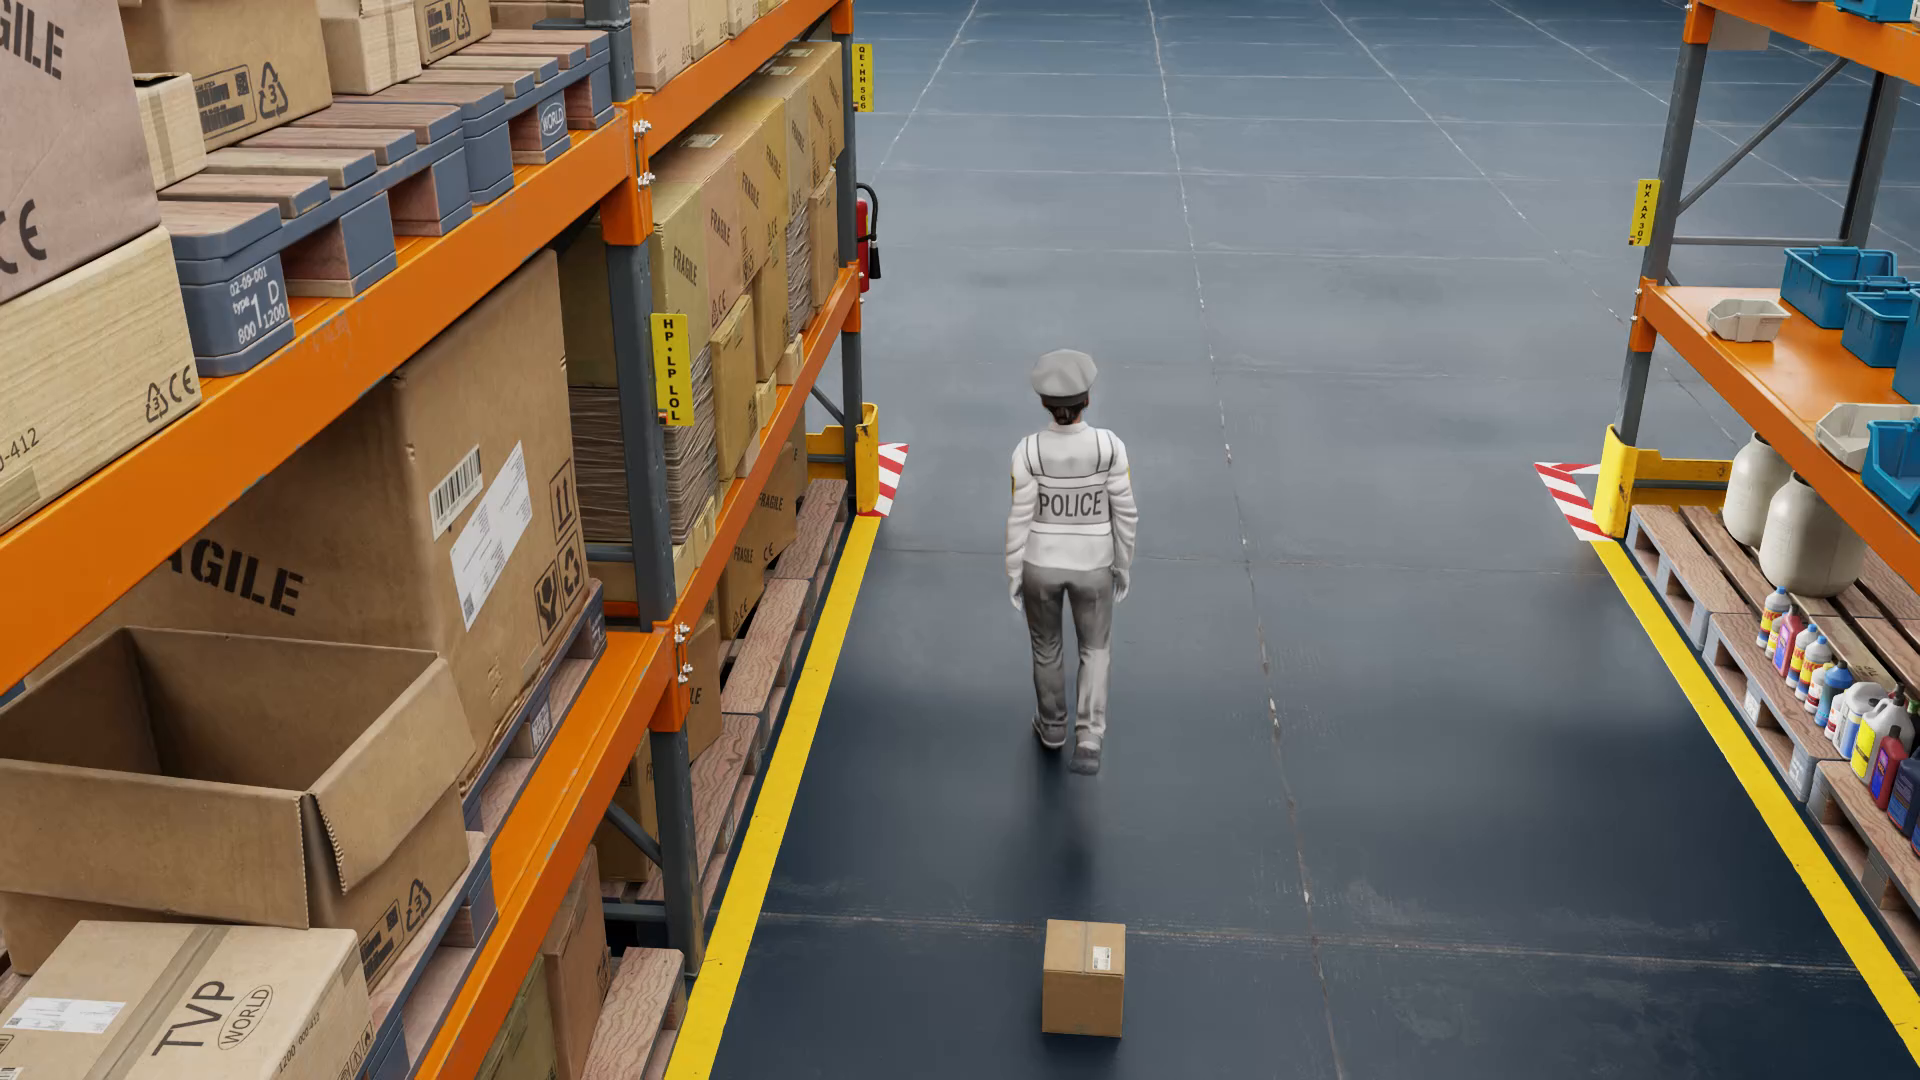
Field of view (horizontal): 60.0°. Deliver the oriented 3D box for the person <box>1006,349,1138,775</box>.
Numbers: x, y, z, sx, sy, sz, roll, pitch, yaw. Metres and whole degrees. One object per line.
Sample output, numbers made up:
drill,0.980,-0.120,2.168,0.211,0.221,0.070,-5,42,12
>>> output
person,0.420,0.123,6.270,0.495,1.662,0.732,0,25,0
